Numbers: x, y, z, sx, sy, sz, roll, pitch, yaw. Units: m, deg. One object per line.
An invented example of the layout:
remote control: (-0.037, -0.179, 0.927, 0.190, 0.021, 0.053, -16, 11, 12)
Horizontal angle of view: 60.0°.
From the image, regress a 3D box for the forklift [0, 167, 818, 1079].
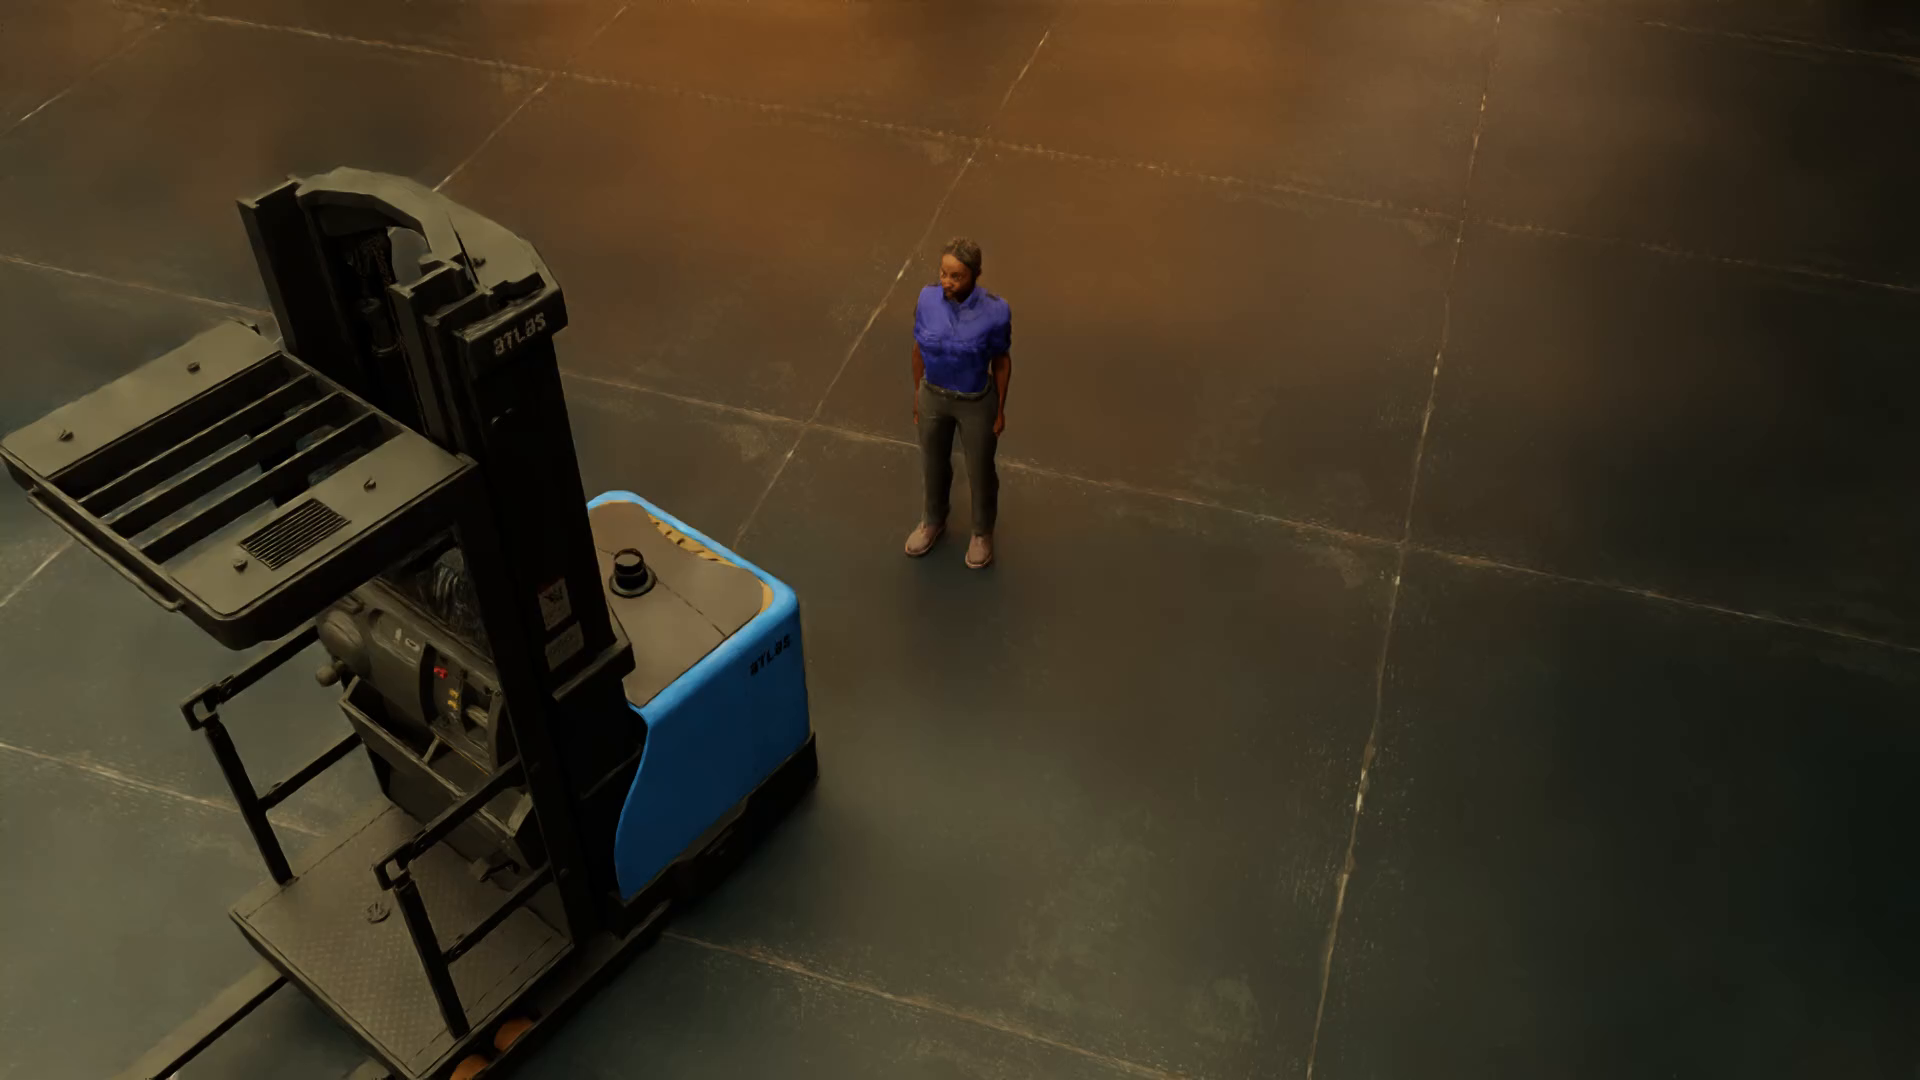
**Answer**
forklift: (-1.889, 0.480, 5.173, 1.130, 2.935, 3.031, 29, 50, 27)

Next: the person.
person: (-0.014, -0.592, 7.262, 0.446, 1.662, 0.320, 12, 44, 13)
